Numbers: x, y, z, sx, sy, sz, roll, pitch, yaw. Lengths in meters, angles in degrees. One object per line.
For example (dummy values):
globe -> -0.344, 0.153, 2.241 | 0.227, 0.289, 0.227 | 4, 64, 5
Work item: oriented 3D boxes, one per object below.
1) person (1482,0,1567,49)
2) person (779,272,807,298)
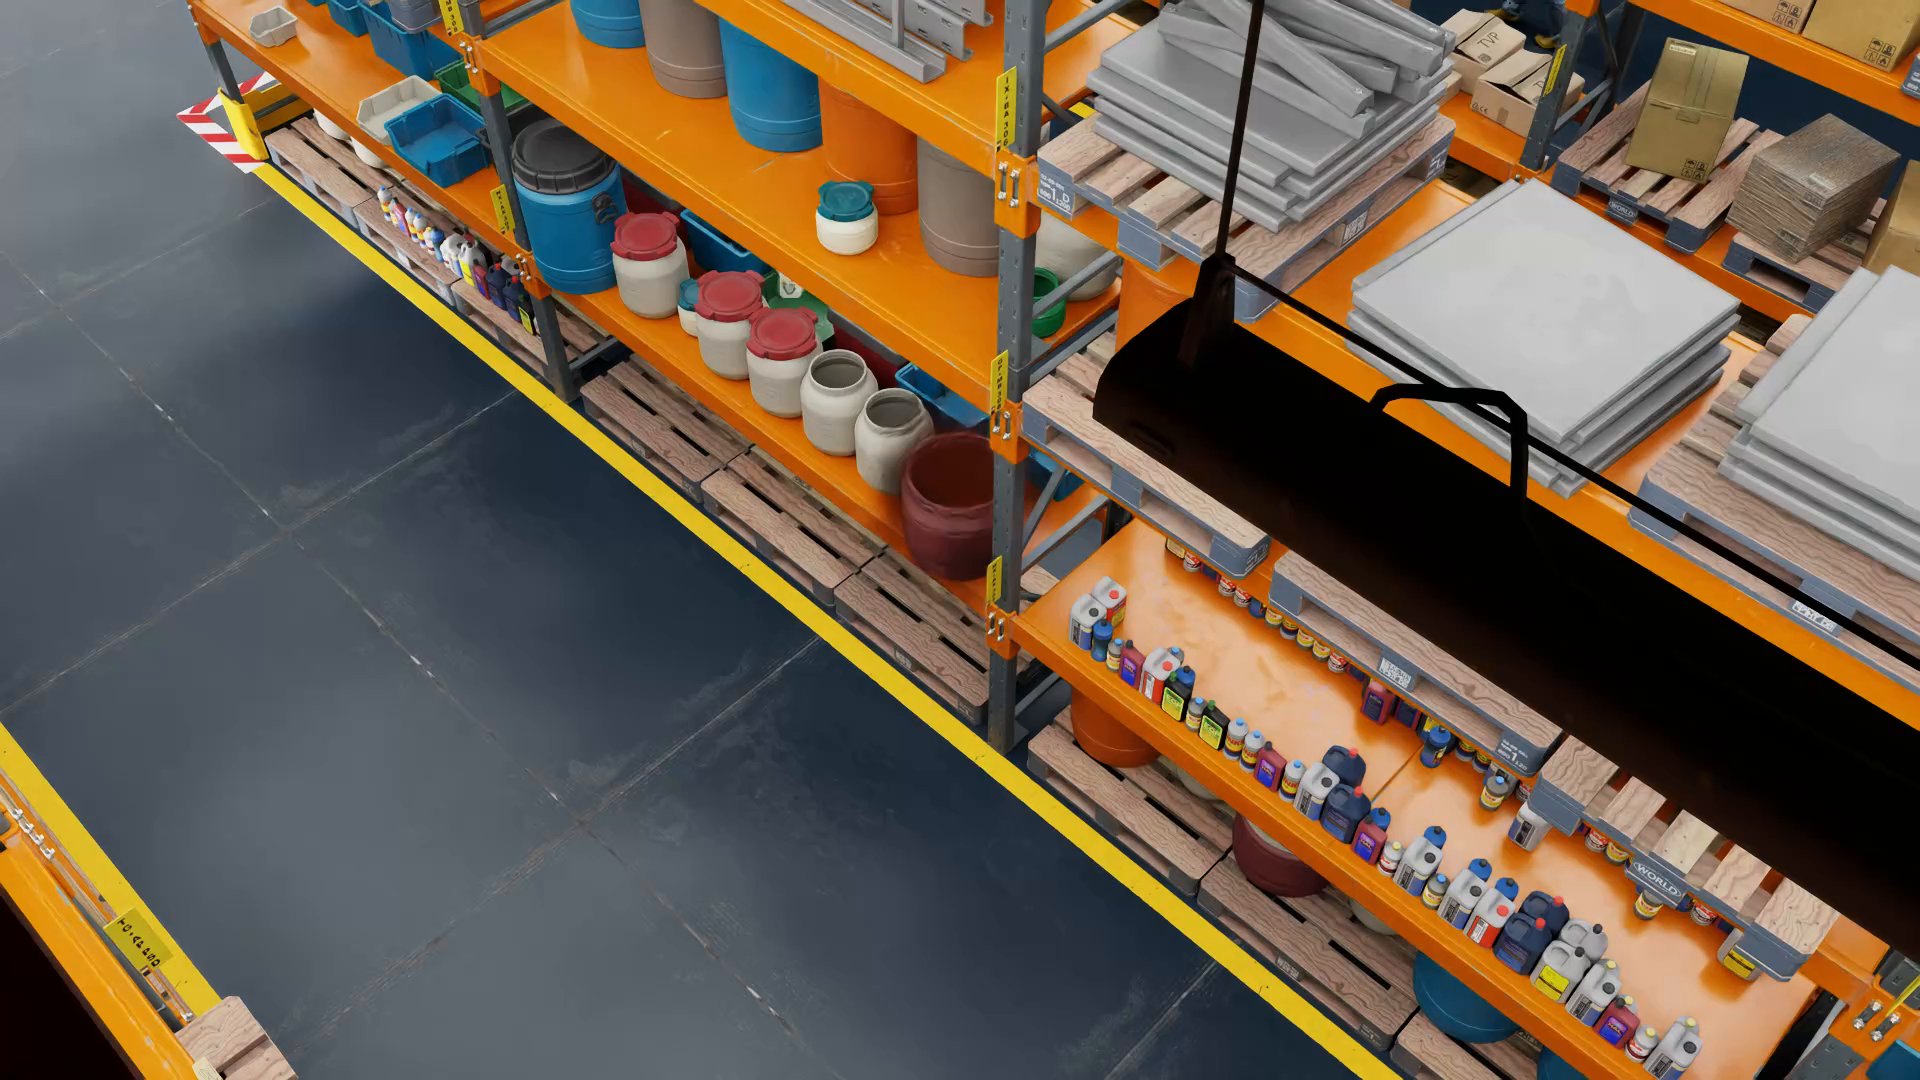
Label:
person -> 4.739, -4.797, 13.287 | 0.782, 1.765, 0.599 | 16, 52, 13
person -> -1.006, -1.448, 10.351 | 0.557, 1.807, 0.587 | 9, 51, 8
